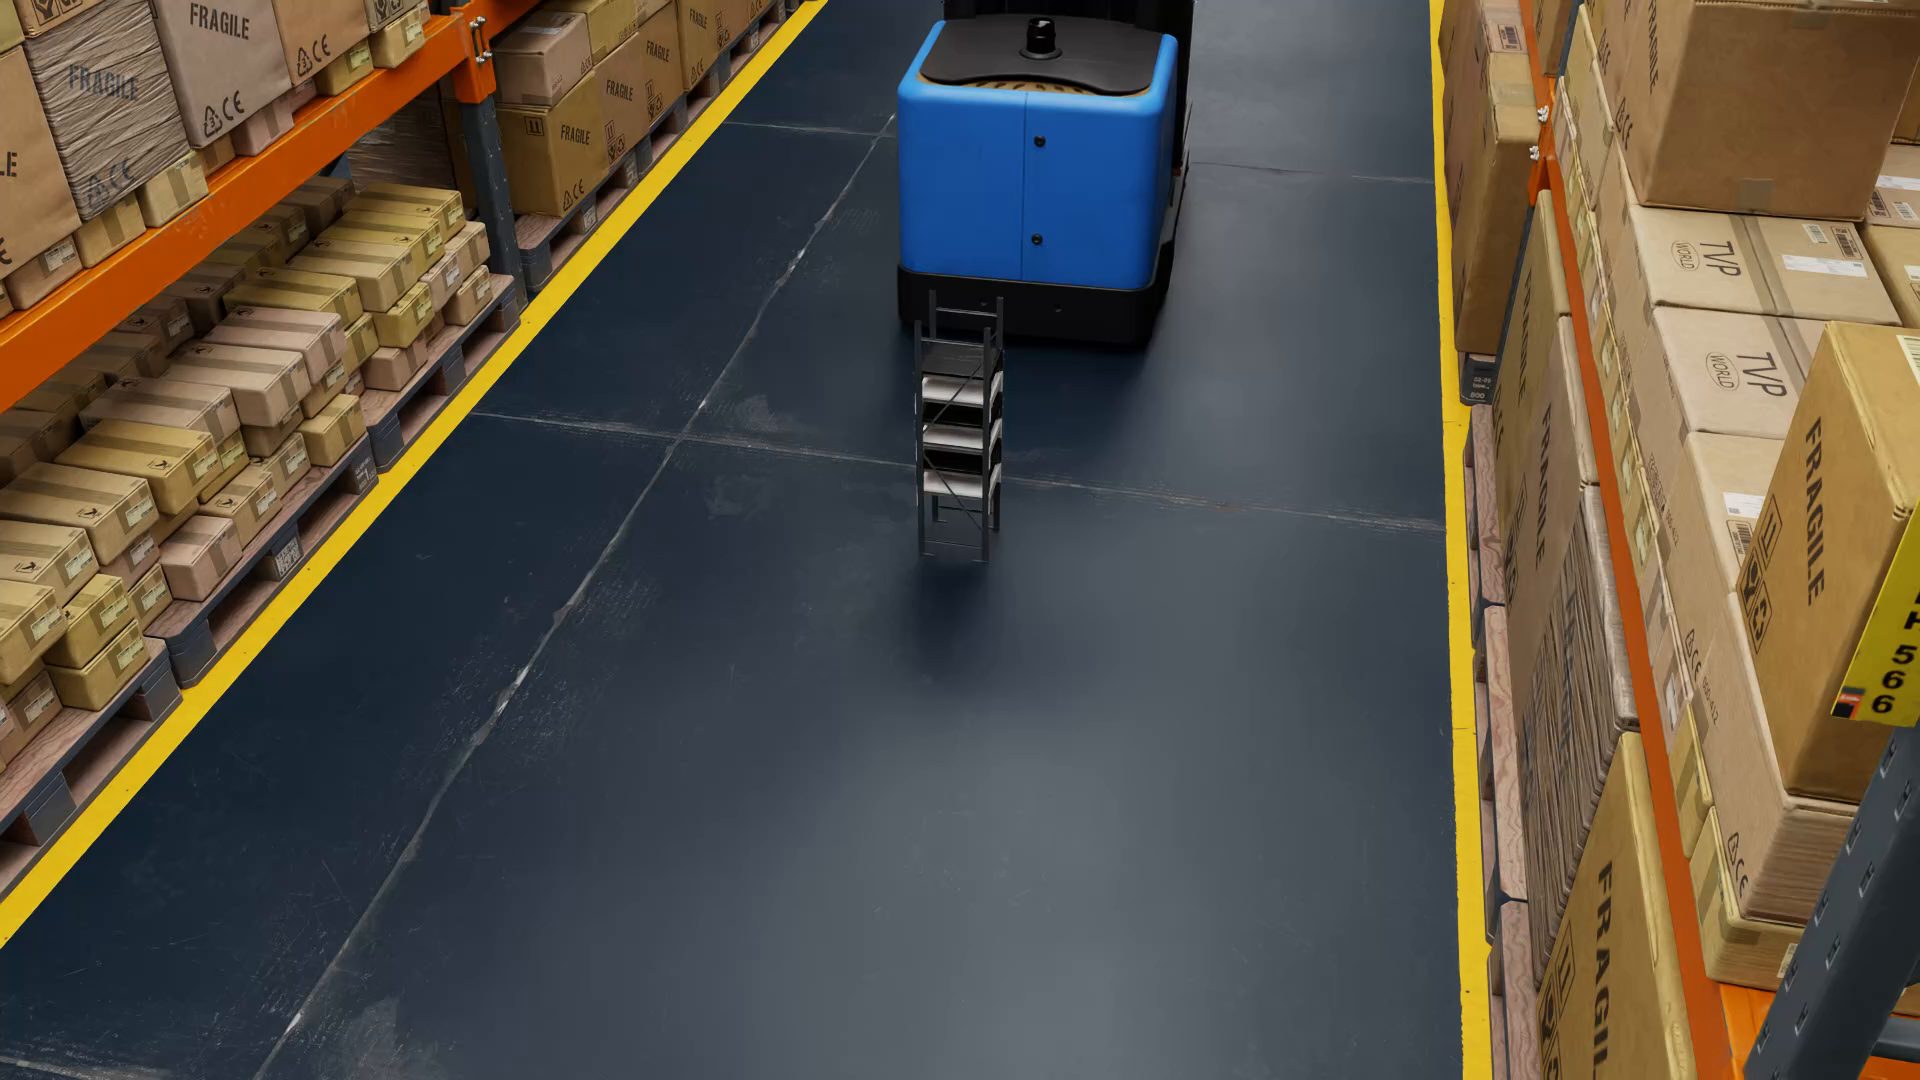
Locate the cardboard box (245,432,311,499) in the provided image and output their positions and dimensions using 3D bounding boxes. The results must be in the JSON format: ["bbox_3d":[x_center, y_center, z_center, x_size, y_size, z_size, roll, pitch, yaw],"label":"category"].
[{"bbox_3d":[-2.444,-0.261,5.625,0.380,0.149,0.250,8,37,11],"label":"cardboard box"}]

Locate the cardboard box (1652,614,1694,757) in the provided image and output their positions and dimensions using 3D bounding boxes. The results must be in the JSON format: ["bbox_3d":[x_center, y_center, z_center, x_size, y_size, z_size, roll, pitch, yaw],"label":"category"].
[{"bbox_3d":[1.482,0.288,3.010,0.380,0.149,0.250,7,37,10],"label":"cardboard box"}]

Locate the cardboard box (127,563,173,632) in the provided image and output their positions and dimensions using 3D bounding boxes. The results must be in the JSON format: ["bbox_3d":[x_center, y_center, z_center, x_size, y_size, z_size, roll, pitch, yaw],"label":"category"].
[{"bbox_3d":[-2.635,0.176,5.023,0.380,0.149,0.250,7,37,10],"label":"cardboard box"}]

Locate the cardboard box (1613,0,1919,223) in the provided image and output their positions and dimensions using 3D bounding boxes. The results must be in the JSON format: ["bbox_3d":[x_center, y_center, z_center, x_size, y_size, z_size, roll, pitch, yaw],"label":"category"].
[{"bbox_3d":[1.902,-1.108,3.958,0.500,0.500,0.500,6,36,8],"label":"cardboard box"}]

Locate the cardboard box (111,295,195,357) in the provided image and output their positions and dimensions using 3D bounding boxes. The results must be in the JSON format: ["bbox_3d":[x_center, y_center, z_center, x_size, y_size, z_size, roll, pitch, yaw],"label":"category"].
[{"bbox_3d":[-2.917,-0.742,5.783,0.380,0.149,0.250,8,37,11],"label":"cardboard box"}]

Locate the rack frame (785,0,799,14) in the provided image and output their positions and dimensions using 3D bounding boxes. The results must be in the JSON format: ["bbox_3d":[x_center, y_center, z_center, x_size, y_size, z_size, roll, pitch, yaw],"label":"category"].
[{"bbox_3d":[-1.497,-4.540,9.458,1.000,3.000,0.127,7,37,10],"label":"rack frame"}]

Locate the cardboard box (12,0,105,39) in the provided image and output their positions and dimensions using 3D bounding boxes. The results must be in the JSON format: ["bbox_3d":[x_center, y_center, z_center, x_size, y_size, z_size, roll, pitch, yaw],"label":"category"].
[{"bbox_3d":[-2.510,-1.622,4.241,0.500,0.500,0.500,6,36,8],"label":"cardboard box"}]

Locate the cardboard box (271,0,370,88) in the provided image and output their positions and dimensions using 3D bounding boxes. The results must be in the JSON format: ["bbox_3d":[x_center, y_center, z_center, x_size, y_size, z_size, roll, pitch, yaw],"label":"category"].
[{"bbox_3d":[-2.290,-1.798,5.336,0.500,0.500,0.500,6,36,9],"label":"cardboard box"}]

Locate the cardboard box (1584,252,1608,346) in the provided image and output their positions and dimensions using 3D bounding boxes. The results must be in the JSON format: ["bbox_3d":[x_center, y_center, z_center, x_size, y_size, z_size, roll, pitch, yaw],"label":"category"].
[{"bbox_3d":[1.808,-0.595,4.229,0.380,0.149,0.250,8,37,11],"label":"cardboard box"}]

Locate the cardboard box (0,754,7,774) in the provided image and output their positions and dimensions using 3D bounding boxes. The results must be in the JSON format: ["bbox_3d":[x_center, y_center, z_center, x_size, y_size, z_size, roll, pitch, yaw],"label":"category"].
[{"bbox_3d":[-2.805,0.610,4.424,0.380,0.149,0.250,7,37,10],"label":"cardboard box"}]

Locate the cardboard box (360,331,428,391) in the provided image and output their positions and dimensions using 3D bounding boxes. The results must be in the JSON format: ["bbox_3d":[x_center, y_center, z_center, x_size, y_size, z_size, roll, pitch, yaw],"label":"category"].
[{"bbox_3d":[-2.232,-0.697,6.227,0.380,0.149,0.250,6,36,8],"label":"cardboard box"}]

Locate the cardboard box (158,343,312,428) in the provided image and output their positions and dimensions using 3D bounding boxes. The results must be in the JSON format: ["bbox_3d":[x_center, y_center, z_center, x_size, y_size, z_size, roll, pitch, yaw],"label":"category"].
[{"bbox_3d":[-2.380,-0.510,5.462,0.380,0.149,0.250,6,36,8],"label":"cardboard box"}]

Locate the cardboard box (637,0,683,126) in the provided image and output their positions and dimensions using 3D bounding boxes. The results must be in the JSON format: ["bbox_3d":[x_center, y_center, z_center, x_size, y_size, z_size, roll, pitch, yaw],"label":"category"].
[{"bbox_3d":[-1.724,-2.401,8.279,0.500,0.500,0.500,8,37,11],"label":"cardboard box"}]

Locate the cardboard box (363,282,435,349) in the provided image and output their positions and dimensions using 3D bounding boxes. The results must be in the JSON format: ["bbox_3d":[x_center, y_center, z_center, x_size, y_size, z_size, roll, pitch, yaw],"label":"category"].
[{"bbox_3d":[-2.193,-0.850,6.185,0.380,0.149,0.250,6,36,8],"label":"cardboard box"}]

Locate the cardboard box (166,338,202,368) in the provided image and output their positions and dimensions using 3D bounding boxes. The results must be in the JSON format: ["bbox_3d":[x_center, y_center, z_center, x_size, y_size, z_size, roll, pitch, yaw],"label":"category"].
[{"bbox_3d":[-2.866,-0.606,5.848,0.380,0.149,0.250,9,37,12],"label":"cardboard box"}]

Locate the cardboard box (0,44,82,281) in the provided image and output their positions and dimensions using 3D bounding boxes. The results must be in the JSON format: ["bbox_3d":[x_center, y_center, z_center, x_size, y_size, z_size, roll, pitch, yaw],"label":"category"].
[{"bbox_3d":[-2.633,-0.927,4.134,0.500,0.500,0.500,8,37,11],"label":"cardboard box"}]

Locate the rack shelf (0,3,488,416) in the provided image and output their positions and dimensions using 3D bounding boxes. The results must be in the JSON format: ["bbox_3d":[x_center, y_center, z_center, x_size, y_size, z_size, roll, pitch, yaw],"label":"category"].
[{"bbox_3d":[-2.778,-0.809,4.924,1.077,0.370,4.000,7,37,10],"label":"rack shelf"}]

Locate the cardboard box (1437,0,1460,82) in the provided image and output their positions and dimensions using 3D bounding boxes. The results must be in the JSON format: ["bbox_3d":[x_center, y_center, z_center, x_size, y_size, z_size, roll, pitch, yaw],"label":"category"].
[{"bbox_3d":[3.160,-2.777,8.479,1.225,0.875,0.875,6,36,8],"label":"cardboard box"}]

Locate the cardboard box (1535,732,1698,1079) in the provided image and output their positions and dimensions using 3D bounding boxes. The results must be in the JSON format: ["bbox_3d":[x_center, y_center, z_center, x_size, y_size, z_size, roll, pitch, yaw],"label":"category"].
[{"bbox_3d":[1.677,1.039,3.213,0.875,0.875,0.875,7,37,10],"label":"cardboard box"}]

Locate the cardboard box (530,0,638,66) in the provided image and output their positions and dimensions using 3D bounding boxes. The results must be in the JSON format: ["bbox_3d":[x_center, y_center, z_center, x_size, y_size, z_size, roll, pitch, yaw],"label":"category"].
[{"bbox_3d":[-1.824,-2.405,7.645,0.500,0.250,0.500,8,37,11],"label":"cardboard box"}]

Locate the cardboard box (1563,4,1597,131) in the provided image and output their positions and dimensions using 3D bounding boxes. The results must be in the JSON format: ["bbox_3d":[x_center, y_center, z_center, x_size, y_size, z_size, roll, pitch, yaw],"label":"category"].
[{"bbox_3d":[2.117,-1.391,4.987,0.500,0.250,0.500,7,36,9],"label":"cardboard box"}]

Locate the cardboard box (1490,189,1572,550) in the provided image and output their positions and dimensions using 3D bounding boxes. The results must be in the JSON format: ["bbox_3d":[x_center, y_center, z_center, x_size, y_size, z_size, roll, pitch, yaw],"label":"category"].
[{"bbox_3d":[2.254,-0.509,5.349,0.875,0.875,0.875,7,37,10],"label":"cardboard box"}]

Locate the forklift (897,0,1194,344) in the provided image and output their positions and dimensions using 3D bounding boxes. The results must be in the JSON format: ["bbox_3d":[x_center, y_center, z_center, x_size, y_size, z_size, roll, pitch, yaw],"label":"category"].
[{"bbox_3d":[0.516,-2.839,7.170,1.130,2.935,3.031,6,36,8],"label":"forklift"}]

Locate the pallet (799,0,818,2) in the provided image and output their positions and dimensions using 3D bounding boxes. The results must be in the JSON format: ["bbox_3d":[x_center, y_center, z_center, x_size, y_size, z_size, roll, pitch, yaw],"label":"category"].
[{"bbox_3d":[-1.255,-3.854,10.887,1.003,0.211,1.213,7,37,10],"label":"pallet"}]

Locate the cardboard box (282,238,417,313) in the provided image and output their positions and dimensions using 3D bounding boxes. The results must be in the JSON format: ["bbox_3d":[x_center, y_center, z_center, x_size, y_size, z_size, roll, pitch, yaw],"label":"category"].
[{"bbox_3d":[-2.235,-0.972,6.100,0.380,0.149,0.250,7,37,10],"label":"cardboard box"}]

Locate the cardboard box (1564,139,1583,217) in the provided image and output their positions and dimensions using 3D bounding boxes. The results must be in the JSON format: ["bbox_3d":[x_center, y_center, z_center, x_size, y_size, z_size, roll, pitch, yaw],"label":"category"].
[{"bbox_3d":[1.973,-1.036,4.838,0.380,0.149,0.250,8,37,11],"label":"cardboard box"}]

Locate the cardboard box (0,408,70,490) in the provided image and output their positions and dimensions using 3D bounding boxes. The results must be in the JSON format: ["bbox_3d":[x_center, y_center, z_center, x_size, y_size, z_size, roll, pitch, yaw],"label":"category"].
[{"bbox_3d":[-3.014,-0.286,5.153,0.380,0.149,0.250,6,36,8],"label":"cardboard box"}]

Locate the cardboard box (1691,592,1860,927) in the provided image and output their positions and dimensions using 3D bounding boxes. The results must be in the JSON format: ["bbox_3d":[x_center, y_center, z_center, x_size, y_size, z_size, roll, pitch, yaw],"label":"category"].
[{"bbox_3d":[1.463,0.355,2.579,0.500,0.250,0.500,7,36,9],"label":"cardboard box"}]

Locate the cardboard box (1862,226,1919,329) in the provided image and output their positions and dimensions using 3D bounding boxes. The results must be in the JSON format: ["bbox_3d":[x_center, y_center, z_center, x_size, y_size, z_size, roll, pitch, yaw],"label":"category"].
[{"bbox_3d":[2.307,-0.462,3.705,0.500,0.250,0.500,7,36,9],"label":"cardboard box"}]

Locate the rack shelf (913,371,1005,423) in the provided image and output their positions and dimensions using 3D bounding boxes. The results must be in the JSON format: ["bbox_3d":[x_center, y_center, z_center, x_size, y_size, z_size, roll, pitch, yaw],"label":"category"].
[{"bbox_3d":[-0.002,-0.478,5.393,0.258,0.077,0.200,7,37,10],"label":"rack shelf"}]

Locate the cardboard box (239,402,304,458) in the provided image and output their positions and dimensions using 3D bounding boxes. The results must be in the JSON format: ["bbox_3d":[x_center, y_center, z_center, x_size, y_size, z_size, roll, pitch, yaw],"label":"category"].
[{"bbox_3d":[-2.455,-0.419,5.590,0.380,0.149,0.250,6,36,8],"label":"cardboard box"}]

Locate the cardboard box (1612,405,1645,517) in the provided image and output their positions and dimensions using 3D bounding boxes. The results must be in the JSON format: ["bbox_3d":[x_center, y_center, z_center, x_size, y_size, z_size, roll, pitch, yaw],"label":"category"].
[{"bbox_3d":[1.644,-0.152,3.618,0.380,0.149,0.250,7,37,10],"label":"cardboard box"}]

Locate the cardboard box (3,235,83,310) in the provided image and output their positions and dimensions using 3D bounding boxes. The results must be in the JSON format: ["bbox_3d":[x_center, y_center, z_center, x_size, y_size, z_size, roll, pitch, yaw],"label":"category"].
[{"bbox_3d":[-2.609,-0.752,4.445,0.380,0.149,0.250,7,36,9],"label":"cardboard box"}]

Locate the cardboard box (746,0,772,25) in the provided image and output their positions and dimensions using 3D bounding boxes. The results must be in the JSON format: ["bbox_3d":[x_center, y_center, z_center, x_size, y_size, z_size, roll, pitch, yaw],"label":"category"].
[{"bbox_3d":[-1.382,-3.288,9.503,0.500,0.500,0.500,7,37,10],"label":"cardboard box"}]

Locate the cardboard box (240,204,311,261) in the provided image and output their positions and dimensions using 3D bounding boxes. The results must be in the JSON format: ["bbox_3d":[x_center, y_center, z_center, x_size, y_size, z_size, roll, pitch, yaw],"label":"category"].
[{"bbox_3d":[-2.744,-1.182,6.389,0.380,0.149,0.250,9,37,12],"label":"cardboard box"}]

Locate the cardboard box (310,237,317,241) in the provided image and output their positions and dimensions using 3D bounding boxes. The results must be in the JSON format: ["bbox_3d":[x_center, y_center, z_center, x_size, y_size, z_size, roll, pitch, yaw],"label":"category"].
[{"bbox_3d":[-2.741,-1.216,6.689,0.380,0.149,0.250,9,37,12],"label":"cardboard box"}]

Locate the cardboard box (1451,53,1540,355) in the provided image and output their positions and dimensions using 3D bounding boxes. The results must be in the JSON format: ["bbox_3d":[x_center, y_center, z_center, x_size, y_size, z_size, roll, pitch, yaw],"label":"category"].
[{"bbox_3d":[2.590,-1.247,6.367,1.225,0.875,0.875,7,37,10],"label":"cardboard box"}]

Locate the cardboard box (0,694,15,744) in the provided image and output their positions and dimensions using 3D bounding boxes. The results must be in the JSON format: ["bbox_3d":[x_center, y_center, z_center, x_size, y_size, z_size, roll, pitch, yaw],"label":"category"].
[{"bbox_3d":[-2.729,0.492,4.333,0.380,0.149,0.250,7,37,10],"label":"cardboard box"}]

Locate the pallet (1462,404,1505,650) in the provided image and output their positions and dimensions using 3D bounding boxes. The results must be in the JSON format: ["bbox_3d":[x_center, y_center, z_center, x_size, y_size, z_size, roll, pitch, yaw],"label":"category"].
[{"bbox_3d":[2.234,-0.012,5.587,1.003,0.211,1.213,7,37,10],"label":"pallet"}]

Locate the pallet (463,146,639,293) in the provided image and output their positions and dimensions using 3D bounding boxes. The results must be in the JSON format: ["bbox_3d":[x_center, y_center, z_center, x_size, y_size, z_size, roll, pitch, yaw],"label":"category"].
[{"bbox_3d":[-2.186,-1.565,7.729,1.003,0.211,1.213,7,37,10],"label":"pallet"}]

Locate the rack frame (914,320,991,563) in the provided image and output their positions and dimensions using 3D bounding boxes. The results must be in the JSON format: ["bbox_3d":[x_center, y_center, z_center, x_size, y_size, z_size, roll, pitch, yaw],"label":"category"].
[{"bbox_3d":[-0.023,-0.301,5.399,0.240,0.900,0.006,7,37,10],"label":"rack frame"}]

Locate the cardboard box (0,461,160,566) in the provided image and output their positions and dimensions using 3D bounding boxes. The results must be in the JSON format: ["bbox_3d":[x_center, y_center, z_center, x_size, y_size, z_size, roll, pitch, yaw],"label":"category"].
[{"bbox_3d":[-2.601,-0.080,4.869,0.380,0.149,0.250,9,37,12],"label":"cardboard box"}]

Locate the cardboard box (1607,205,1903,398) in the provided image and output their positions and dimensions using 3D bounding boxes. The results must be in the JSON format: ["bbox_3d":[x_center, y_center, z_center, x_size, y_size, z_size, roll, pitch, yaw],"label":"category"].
[{"bbox_3d":[1.787,-0.527,3.795,0.500,0.250,0.500,7,37,10],"label":"cardboard box"}]

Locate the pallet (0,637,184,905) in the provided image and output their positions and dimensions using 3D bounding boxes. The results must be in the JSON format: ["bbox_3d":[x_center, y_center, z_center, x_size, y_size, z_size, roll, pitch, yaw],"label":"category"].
[{"bbox_3d":[-2.981,0.670,4.645,1.003,0.211,1.213,7,37,10],"label":"pallet"}]

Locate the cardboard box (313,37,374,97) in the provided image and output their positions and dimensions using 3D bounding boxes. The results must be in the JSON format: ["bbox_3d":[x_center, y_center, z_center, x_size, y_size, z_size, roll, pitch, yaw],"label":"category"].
[{"bbox_3d":[-2.247,-1.645,5.678,0.380,0.149,0.250,9,37,12],"label":"cardboard box"}]

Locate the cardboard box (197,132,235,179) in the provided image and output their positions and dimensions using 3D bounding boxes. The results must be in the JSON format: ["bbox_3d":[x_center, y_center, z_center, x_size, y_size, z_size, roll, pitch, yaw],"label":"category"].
[{"bbox_3d":[-2.462,-1.202,5.066,0.380,0.149,0.250,7,36,9],"label":"cardboard box"}]

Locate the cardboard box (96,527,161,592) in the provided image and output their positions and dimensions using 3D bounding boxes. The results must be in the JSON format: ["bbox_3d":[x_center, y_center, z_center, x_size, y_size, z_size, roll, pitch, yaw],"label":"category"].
[{"bbox_3d":[-2.639,0.043,4.953,0.380,0.149,0.250,6,36,8],"label":"cardboard box"}]

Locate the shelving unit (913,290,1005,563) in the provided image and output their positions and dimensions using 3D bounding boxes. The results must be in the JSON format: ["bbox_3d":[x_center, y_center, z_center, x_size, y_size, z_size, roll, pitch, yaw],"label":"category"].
[{"bbox_3d":[-0.002,-0.360,5.479,0.258,0.900,0.210,7,37,10],"label":"shelving unit"}]

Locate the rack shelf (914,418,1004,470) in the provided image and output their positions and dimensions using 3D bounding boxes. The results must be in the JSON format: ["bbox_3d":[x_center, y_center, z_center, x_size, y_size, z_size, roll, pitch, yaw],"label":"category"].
[{"bbox_3d":[-0.002,-0.333,5.499,0.258,0.077,0.200,7,37,10],"label":"rack shelf"}]
